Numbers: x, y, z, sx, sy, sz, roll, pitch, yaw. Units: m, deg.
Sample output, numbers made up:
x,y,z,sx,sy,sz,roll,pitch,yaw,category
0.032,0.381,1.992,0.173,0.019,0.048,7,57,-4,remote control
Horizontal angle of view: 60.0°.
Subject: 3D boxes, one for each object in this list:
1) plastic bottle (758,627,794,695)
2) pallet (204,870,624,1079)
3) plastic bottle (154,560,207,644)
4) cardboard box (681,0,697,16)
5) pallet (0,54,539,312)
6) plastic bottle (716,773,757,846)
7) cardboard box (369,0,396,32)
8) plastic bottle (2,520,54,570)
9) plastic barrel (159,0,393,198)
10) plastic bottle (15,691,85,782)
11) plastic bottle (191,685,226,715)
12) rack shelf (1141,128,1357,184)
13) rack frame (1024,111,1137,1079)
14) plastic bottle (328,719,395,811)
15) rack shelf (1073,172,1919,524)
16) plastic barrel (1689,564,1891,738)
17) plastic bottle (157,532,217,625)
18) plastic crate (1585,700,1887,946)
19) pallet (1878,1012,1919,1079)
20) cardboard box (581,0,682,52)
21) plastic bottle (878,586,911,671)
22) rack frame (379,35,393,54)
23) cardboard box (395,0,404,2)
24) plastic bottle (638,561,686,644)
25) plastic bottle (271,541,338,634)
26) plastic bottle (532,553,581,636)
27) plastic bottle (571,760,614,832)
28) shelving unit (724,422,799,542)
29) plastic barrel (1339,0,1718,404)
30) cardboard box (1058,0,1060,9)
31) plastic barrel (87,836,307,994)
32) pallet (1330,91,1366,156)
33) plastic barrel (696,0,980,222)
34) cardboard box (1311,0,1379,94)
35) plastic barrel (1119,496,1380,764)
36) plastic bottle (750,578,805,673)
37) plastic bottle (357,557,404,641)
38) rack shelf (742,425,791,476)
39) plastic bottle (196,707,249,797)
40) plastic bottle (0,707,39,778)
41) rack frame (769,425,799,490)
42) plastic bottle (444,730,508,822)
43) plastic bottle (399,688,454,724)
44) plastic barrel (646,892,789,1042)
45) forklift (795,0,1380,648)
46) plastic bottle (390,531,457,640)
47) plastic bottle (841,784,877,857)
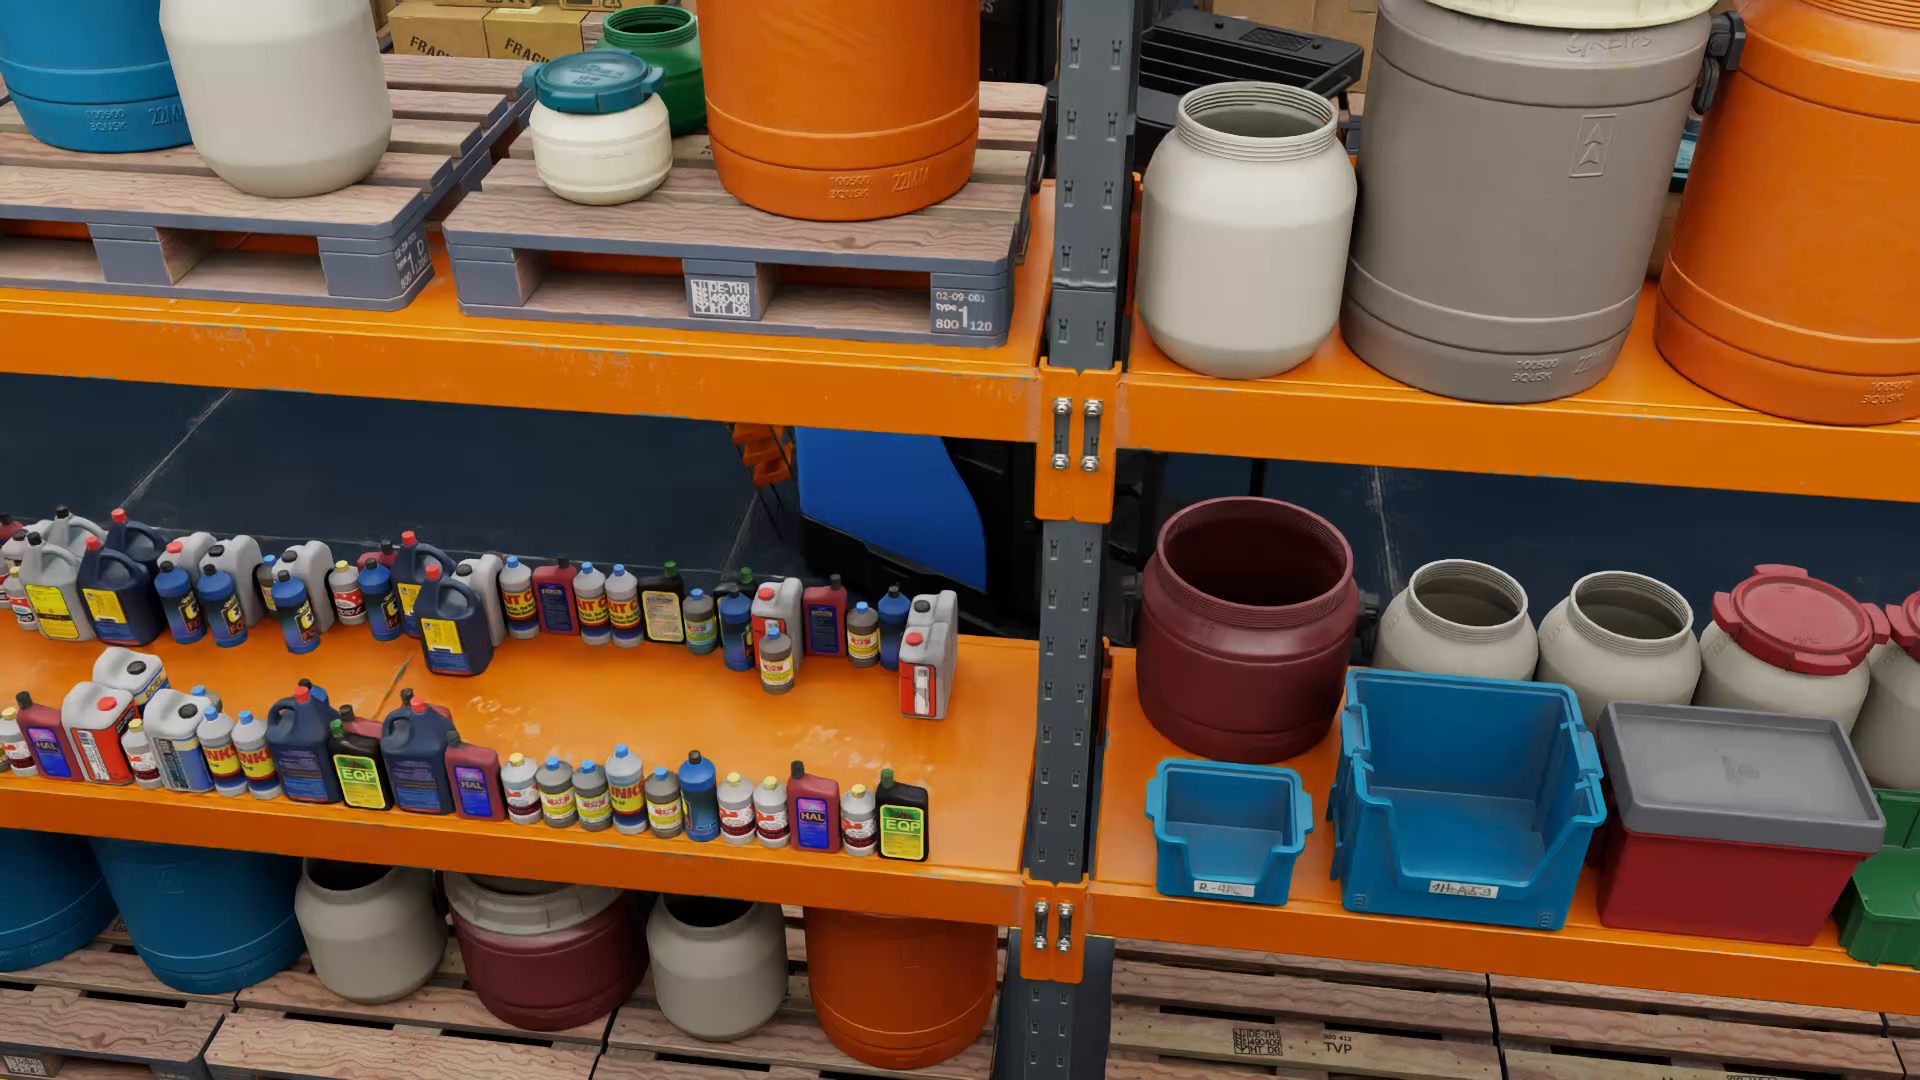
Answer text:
x,y,z,sx,sy,sz,roll,pitch,yaw,category
-0.537,0.344,4.857,0.097,0.201,0.097,0,36,0,plastic bottle
-1.687,1.452,5.534,1.213,0.211,1.003,4,36,6,pallet
-2.363,0.180,5.027,0.097,0.271,0.097,0,36,0,plastic bottle
-1.097,-3.019,8.449,0.637,0.503,0.797,5,36,7,cardboard box
-1.745,-0.913,4.028,1.213,0.211,1.003,4,36,6,pallet
-0.586,0.696,4.364,0.097,0.201,0.097,0,36,0,plastic bottle
-3.462,-2.953,9.178,0.500,0.250,0.500,4,36,5,cardboard box
-2.866,0.067,5.181,0.135,0.276,0.152,4,36,6,plastic bottle
-1.471,-1.049,3.577,0.433,0.535,0.433,0,36,0,plastic barrel
-2.470,0.533,4.522,0.133,0.283,0.061,4,36,6,plastic bottle
-2.104,0.494,4.647,0.097,0.201,0.097,0,36,0,plastic bottle
2.921,-1.970,8.548,4.000,0.370,1.077,4,36,6,rack shelf
0.307,0.443,4.548,0.127,3.000,1.000,4,36,6,rack frame
-1.598,0.598,4.431,0.133,0.283,0.061,4,36,6,plastic bottle
2.291,-0.337,3.678,4.000,0.370,1.077,4,36,6,rack shelf
2.197,0.400,4.491,0.433,0.535,0.433,0,36,0,plastic barrel
-2.366,0.104,5.128,0.135,0.276,0.152,4,36,6,plastic bottle
1.871,0.712,4.115,0.583,0.464,0.402,4,36,6,plastic crate
3.490,1.838,4.993,1.213,0.211,1.003,4,36,6,pallet
-1.610,-2.496,8.579,0.500,0.500,0.500,3,36,5,cardboard box
-0.193,0.252,4.925,0.097,0.271,0.097,0,36,0,plastic bottle
-3.030,-2.707,8.961,0.127,3.000,1.000,4,36,6,rack frame
-4.528,-4.540,13.621,0.250,0.149,0.380,3,36,4,cardboard box
-0.896,0.184,5.010,0.133,0.283,0.061,4,36,6,plastic bottle
-2.002,0.132,5.090,0.135,0.276,0.152,4,36,6,plastic bottle
-1.221,0.160,5.044,0.133,0.283,0.061,4,36,6,plastic bottle
-0.972,0.667,4.404,0.097,0.201,0.097,0,36,0,plastic bottle
-0.931,-0.550,7.486,0.189,1.200,0.258,-15,34,10,shelving unit
1.094,-0.797,3.270,0.600,0.901,0.600,0,36,0,plastic barrel
0.490,-2.645,8.787,0.500,0.500,0.500,5,36,7,cardboard box
-2.421,0.932,5.306,0.708,0.901,0.600,4,36,6,plastic barrel
1.658,-2.342,8.614,1.003,0.211,1.213,4,36,6,pallet
-0.256,-1.168,3.491,0.708,0.830,0.600,4,36,6,plastic barrel
2.045,-2.622,8.394,0.500,0.500,0.700,9,37,13,cardboard box
0.806,0.247,4.705,0.708,0.536,0.600,4,36,6,plastic barrel
-0.540,0.241,4.937,0.135,0.276,0.152,4,36,6,plastic bottle
-1.759,0.171,5.039,0.097,0.271,0.097,0,36,0,plastic bottle
-0.880,-0.423,7.577,0.180,0.103,0.258,-15,34,10,rack shelf
-1.990,0.563,4.490,0.097,0.271,0.097,0,36,0,plastic bottle
-2.582,0.547,4.572,0.097,0.201,0.097,0,36,0,plastic bottle
-0.844,-0.573,7.469,0.006,1.200,0.240,-15,34,10,rack frame
-1.282,0.621,4.398,0.133,0.283,0.061,4,36,6,plastic bottle
-1.447,0.525,4.533,0.133,0.283,0.061,4,36,6,plastic bottle
-0.752,1.268,5.172,0.421,0.512,0.421,0,36,0,plastic barrel
0.771,-0.819,6.374,3.031,2.935,1.130,22,41,28,forklift
-1.615,0.128,5.031,0.185,0.351,0.144,4,36,6,plastic bottle
-0.261,0.720,4.330,0.097,0.201,0.097,0,36,0,plastic bottle
